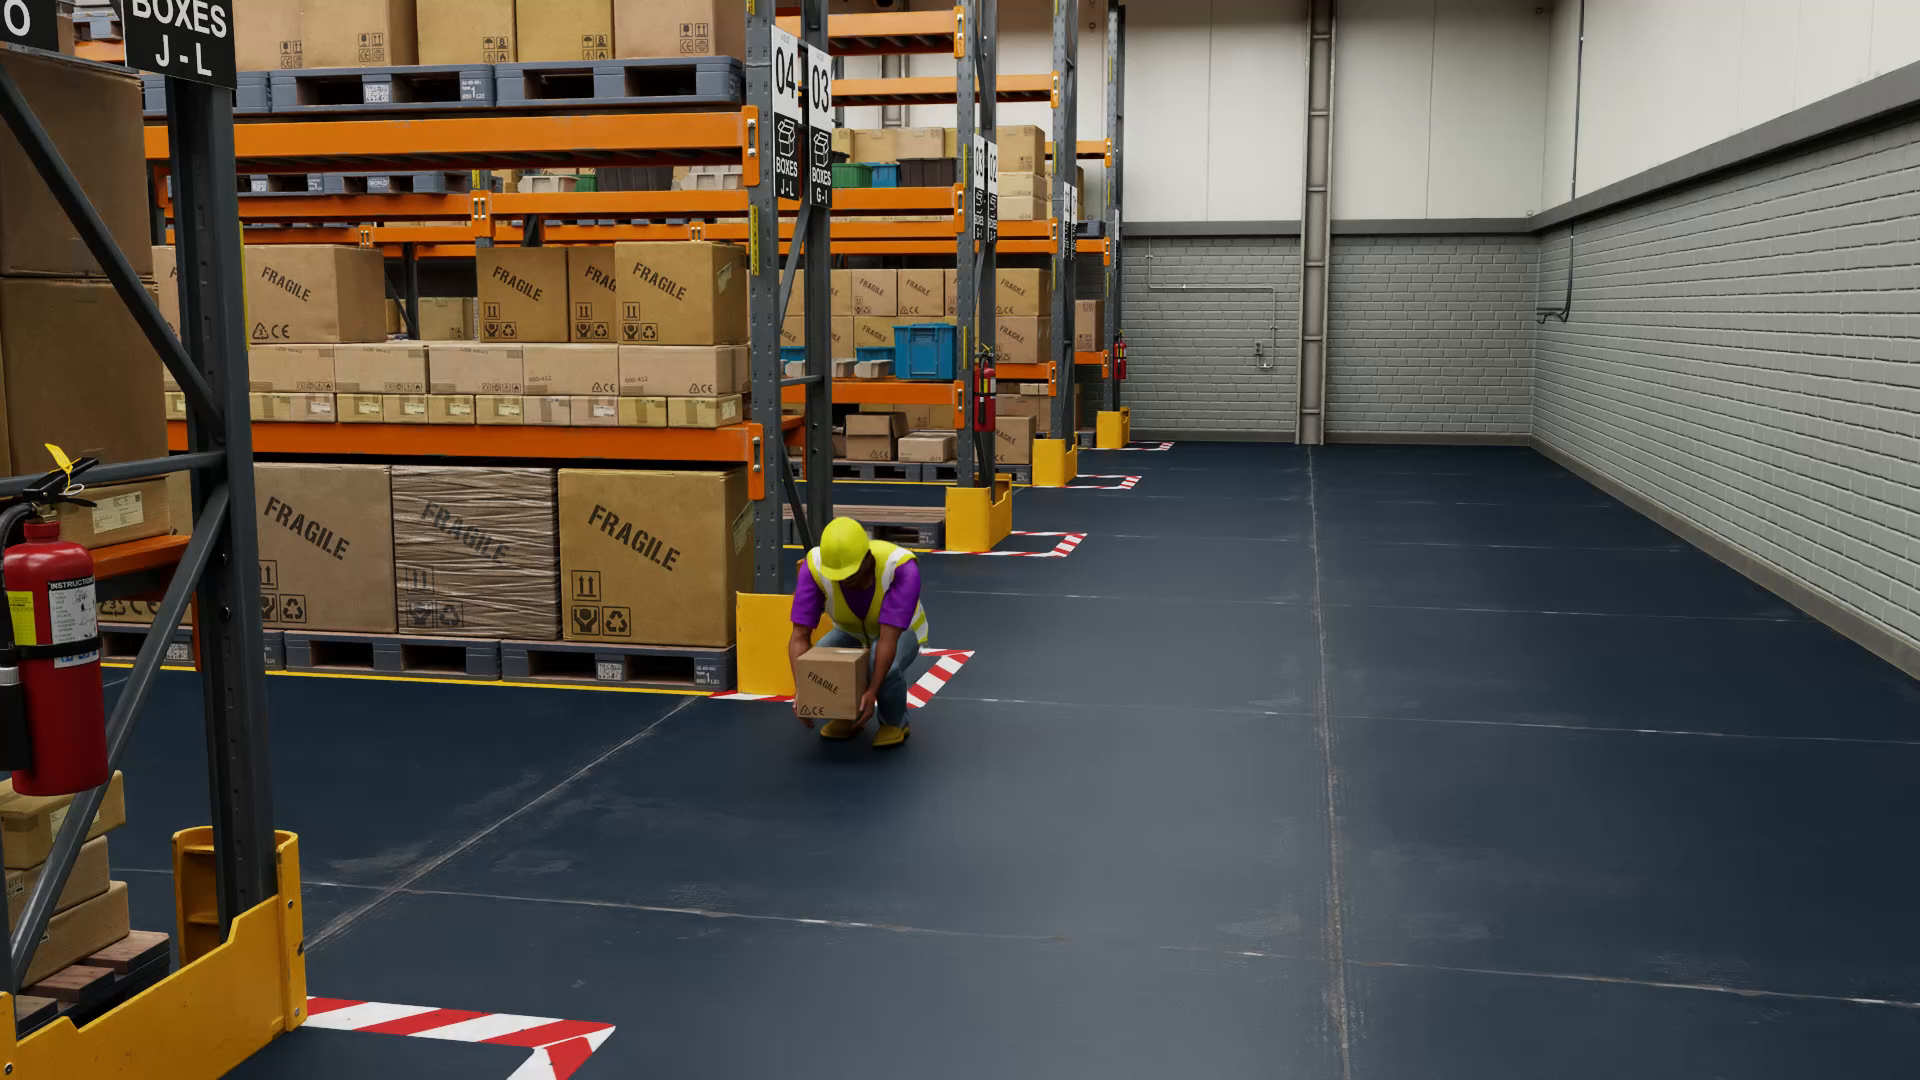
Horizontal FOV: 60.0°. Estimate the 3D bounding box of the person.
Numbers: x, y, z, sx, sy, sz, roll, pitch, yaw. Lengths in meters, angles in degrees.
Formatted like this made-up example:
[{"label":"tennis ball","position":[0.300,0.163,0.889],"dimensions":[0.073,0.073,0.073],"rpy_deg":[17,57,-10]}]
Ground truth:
[{"label":"person","position":[-0.411,0.379,7.190],"dimensions":[0.564,1.036,0.827],"rpy_deg":[3,8,21]}]
